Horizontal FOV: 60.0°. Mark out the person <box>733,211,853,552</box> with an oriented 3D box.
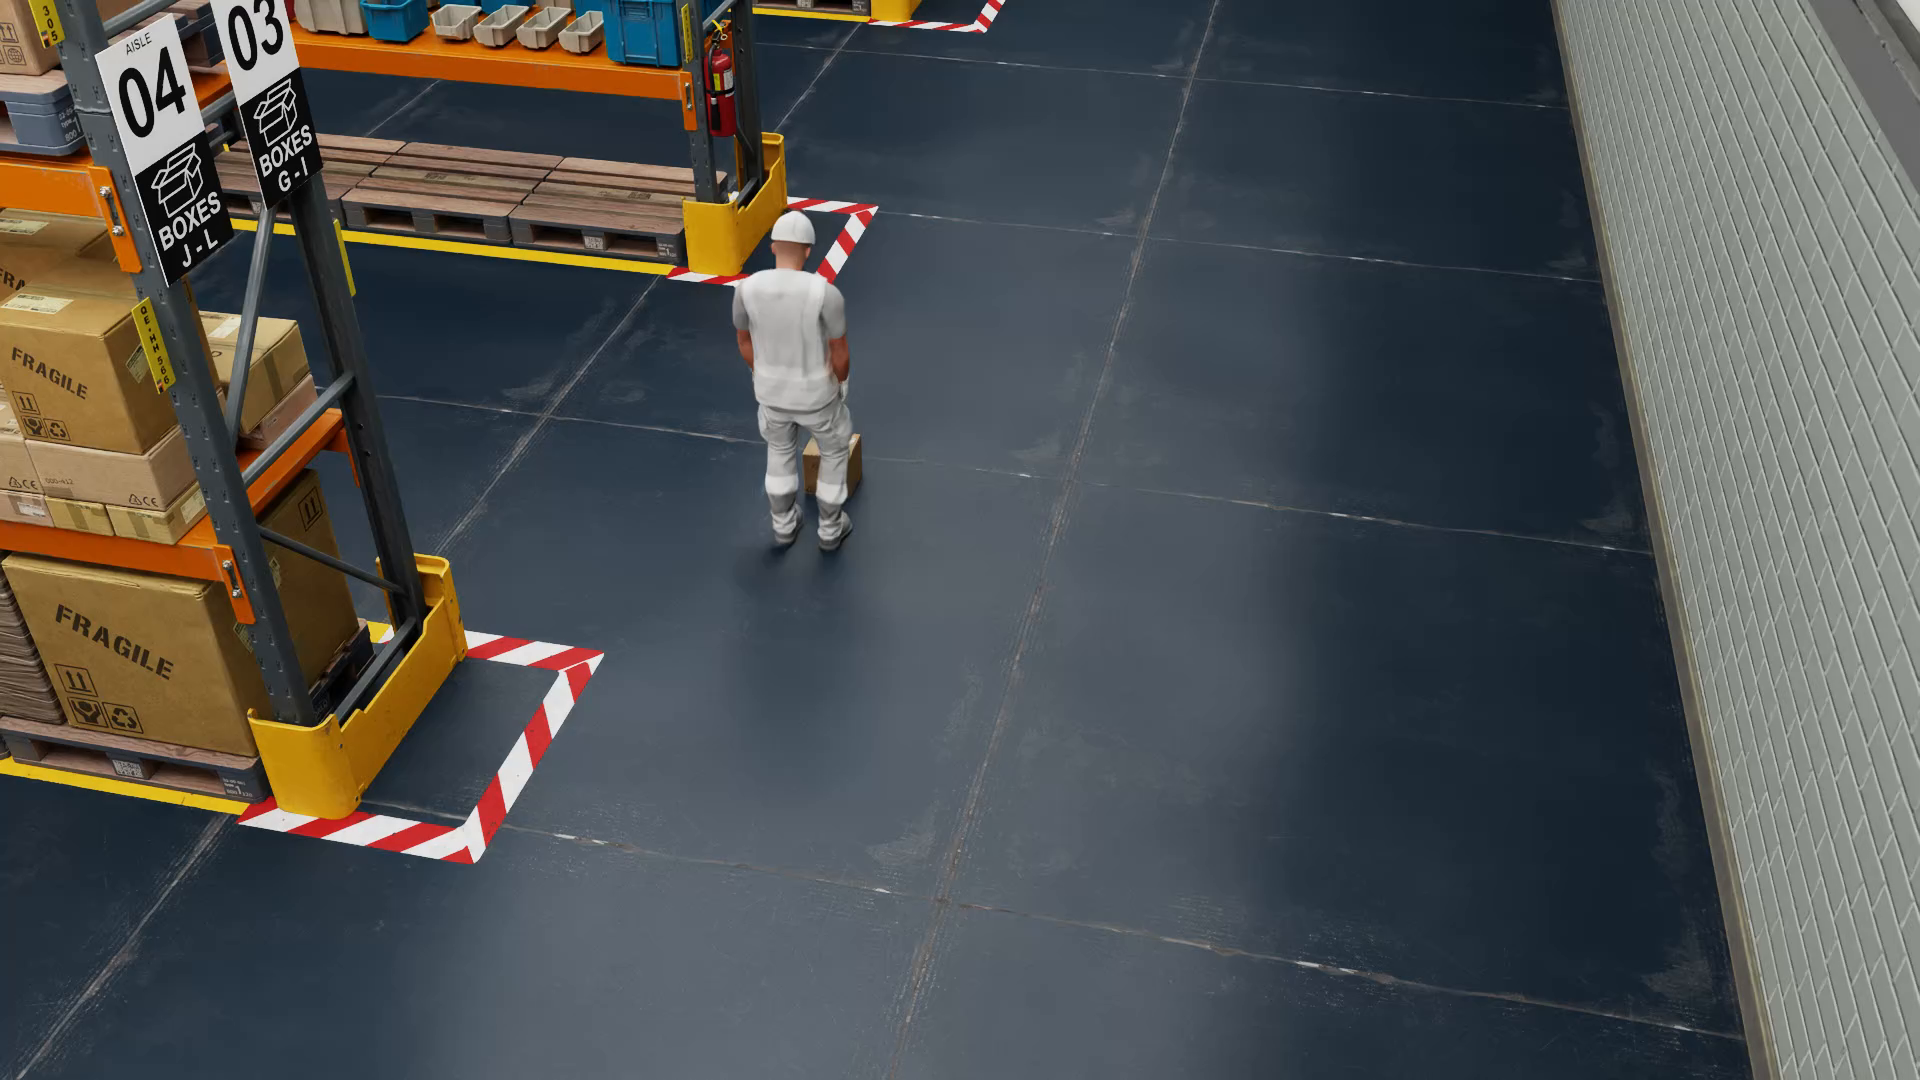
[{"bbox_3d":[-0.786,-0.740,8.012,0.547,1.724,0.477,8,37,11],"label":"person"}]
